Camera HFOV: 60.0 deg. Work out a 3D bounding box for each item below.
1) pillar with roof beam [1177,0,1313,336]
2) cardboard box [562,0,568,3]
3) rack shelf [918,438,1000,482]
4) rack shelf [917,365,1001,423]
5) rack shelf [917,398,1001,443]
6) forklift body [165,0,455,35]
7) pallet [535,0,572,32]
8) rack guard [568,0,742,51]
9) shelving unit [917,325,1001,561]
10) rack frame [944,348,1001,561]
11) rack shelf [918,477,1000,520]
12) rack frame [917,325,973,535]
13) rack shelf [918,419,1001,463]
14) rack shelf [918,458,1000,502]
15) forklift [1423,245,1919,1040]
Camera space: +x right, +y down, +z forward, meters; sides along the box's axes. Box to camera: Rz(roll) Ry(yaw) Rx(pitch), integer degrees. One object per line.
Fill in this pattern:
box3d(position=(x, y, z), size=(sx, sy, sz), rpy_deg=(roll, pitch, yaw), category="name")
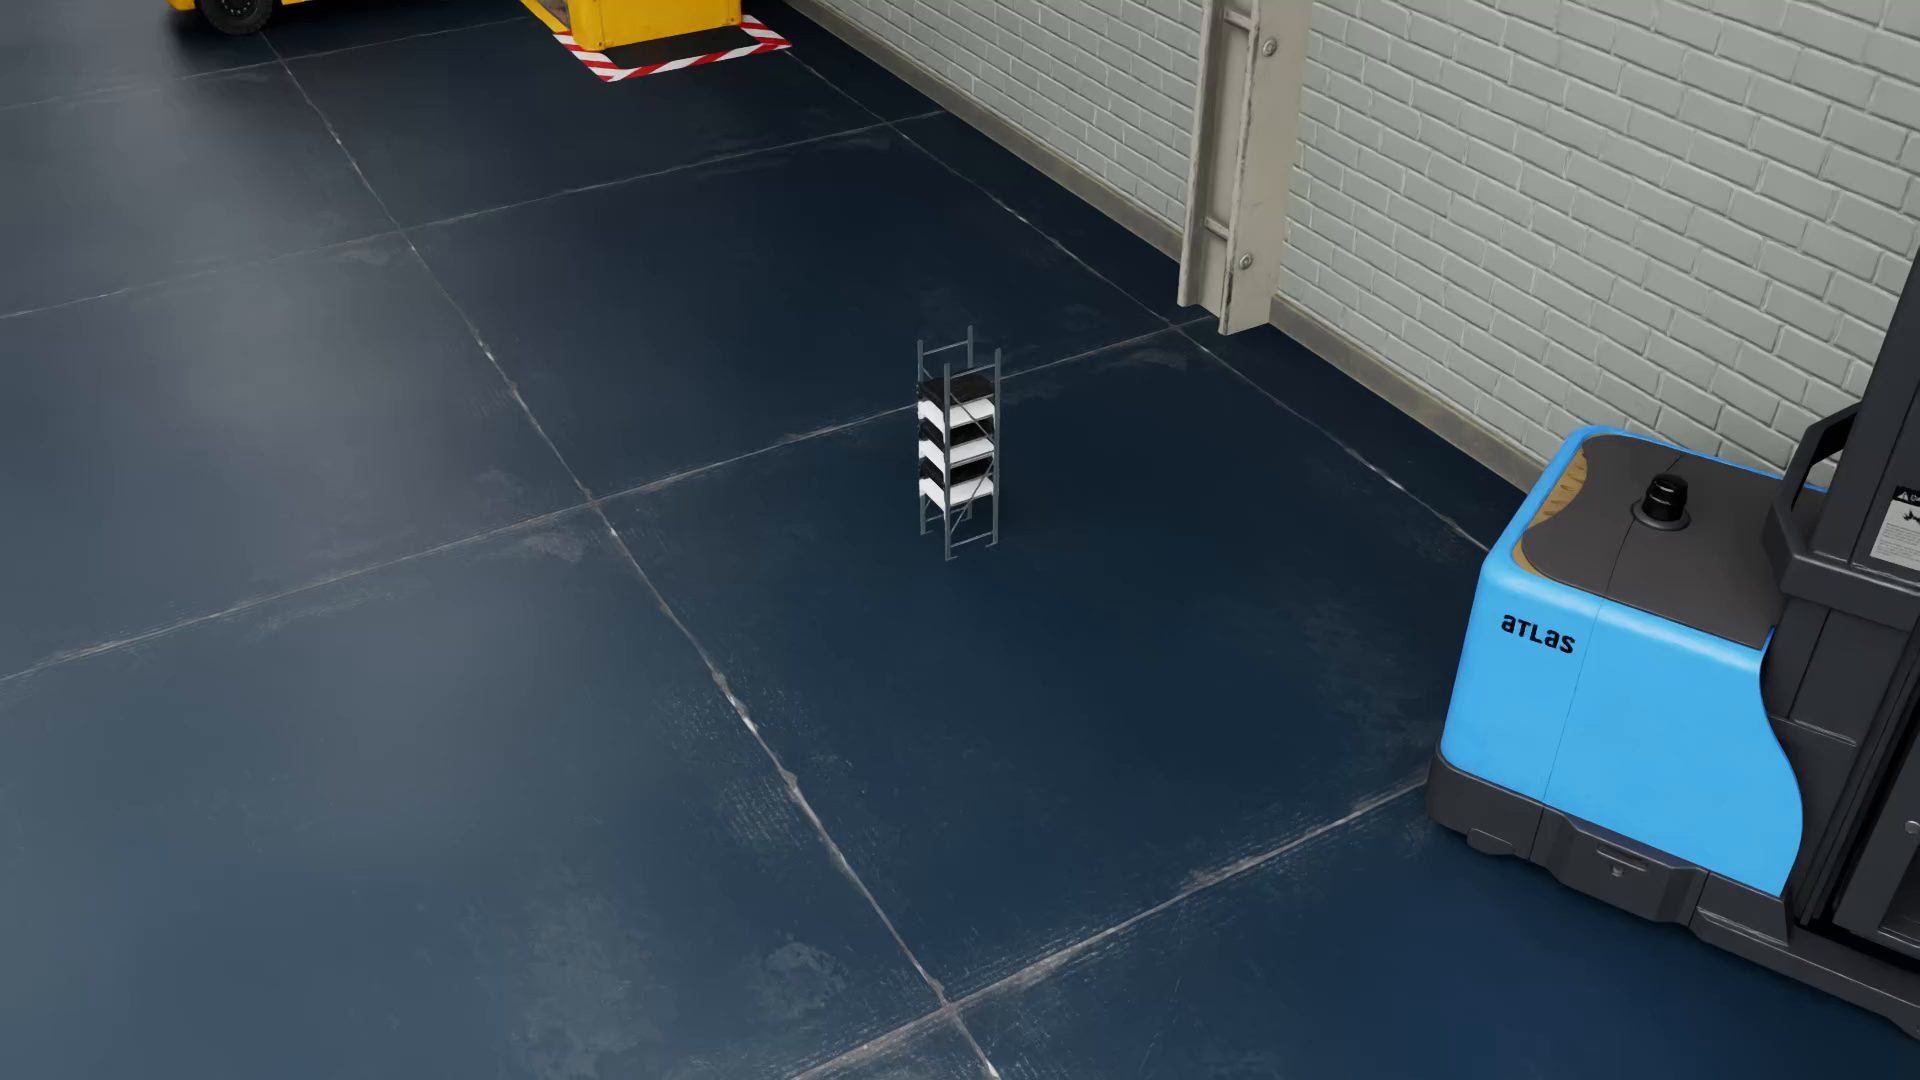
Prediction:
box3d(position=(-2.399, -3.500, 3.913), size=(9.100, 9.000, 0.400), rpy_deg=(-19, 40, -24), category="pillar with roof beam")
box3d(position=(-2.629, -3.996, 11.653), size=(0.500, 0.250, 0.500), rpy_deg=(-19, 40, -24), category="cardboard box")
box3d(position=(-0.004, -0.341, 6.510), size=(0.258, 0.077, 0.200), rpy_deg=(-19, 40, -24), category="rack shelf")
box3d(position=(-0.004, -0.559, 6.351), size=(0.258, 0.077, 0.200), rpy_deg=(-19, 40, -24), category="rack shelf")
box3d(position=(-0.004, -0.486, 6.404), size=(0.258, 0.077, 0.200), rpy_deg=(-19, 40, -24), category="rack shelf")
box3d(position=(-4.650, -4.875, 11.601), size=(2.313, 2.155, 1.214), rpy_deg=(-19, 40, -24), category="forklift body")
box3d(position=(-2.541, -4.042, 12.106), size=(1.003, 0.211, 1.213), rpy_deg=(-19, 40, -24), category="pallet")
box3d(position=(-2.108, -3.769, 11.487), size=(1.175, 0.500, 0.348), rpy_deg=(-19, 40, -24), category="rack guard")
box3d(position=(-0.004, -0.368, 6.490), size=(0.258, 0.900, 0.210), rpy_deg=(-19, 40, -24), category="shelving unit")
box3d(position=(0.047, -0.316, 6.419), size=(0.240, 0.900, 0.006), rpy_deg=(-19, 40, -24), category="rack frame")
box3d(position=(-0.004, -0.195, 6.616), size=(0.258, 0.077, 0.200), rpy_deg=(-19, 40, -24), category="rack shelf")
box3d(position=(-0.055, -0.419, 6.561), size=(0.240, 0.900, 0.006), rpy_deg=(-19, 40, -24), category="rack frame")
box3d(position=(-0.004, -0.413, 6.457), size=(0.258, 0.077, 0.200), rpy_deg=(-19, 40, -24), category="rack shelf")
box3d(position=(-0.004, -0.268, 6.563), size=(0.258, 0.077, 0.200), rpy_deg=(-19, 40, -24), category="rack shelf")
box3d(position=(3.028, -0.003, 4.268), size=(3.031, 2.935, 1.130), rpy_deg=(21, 41, 26), category="forklift")
